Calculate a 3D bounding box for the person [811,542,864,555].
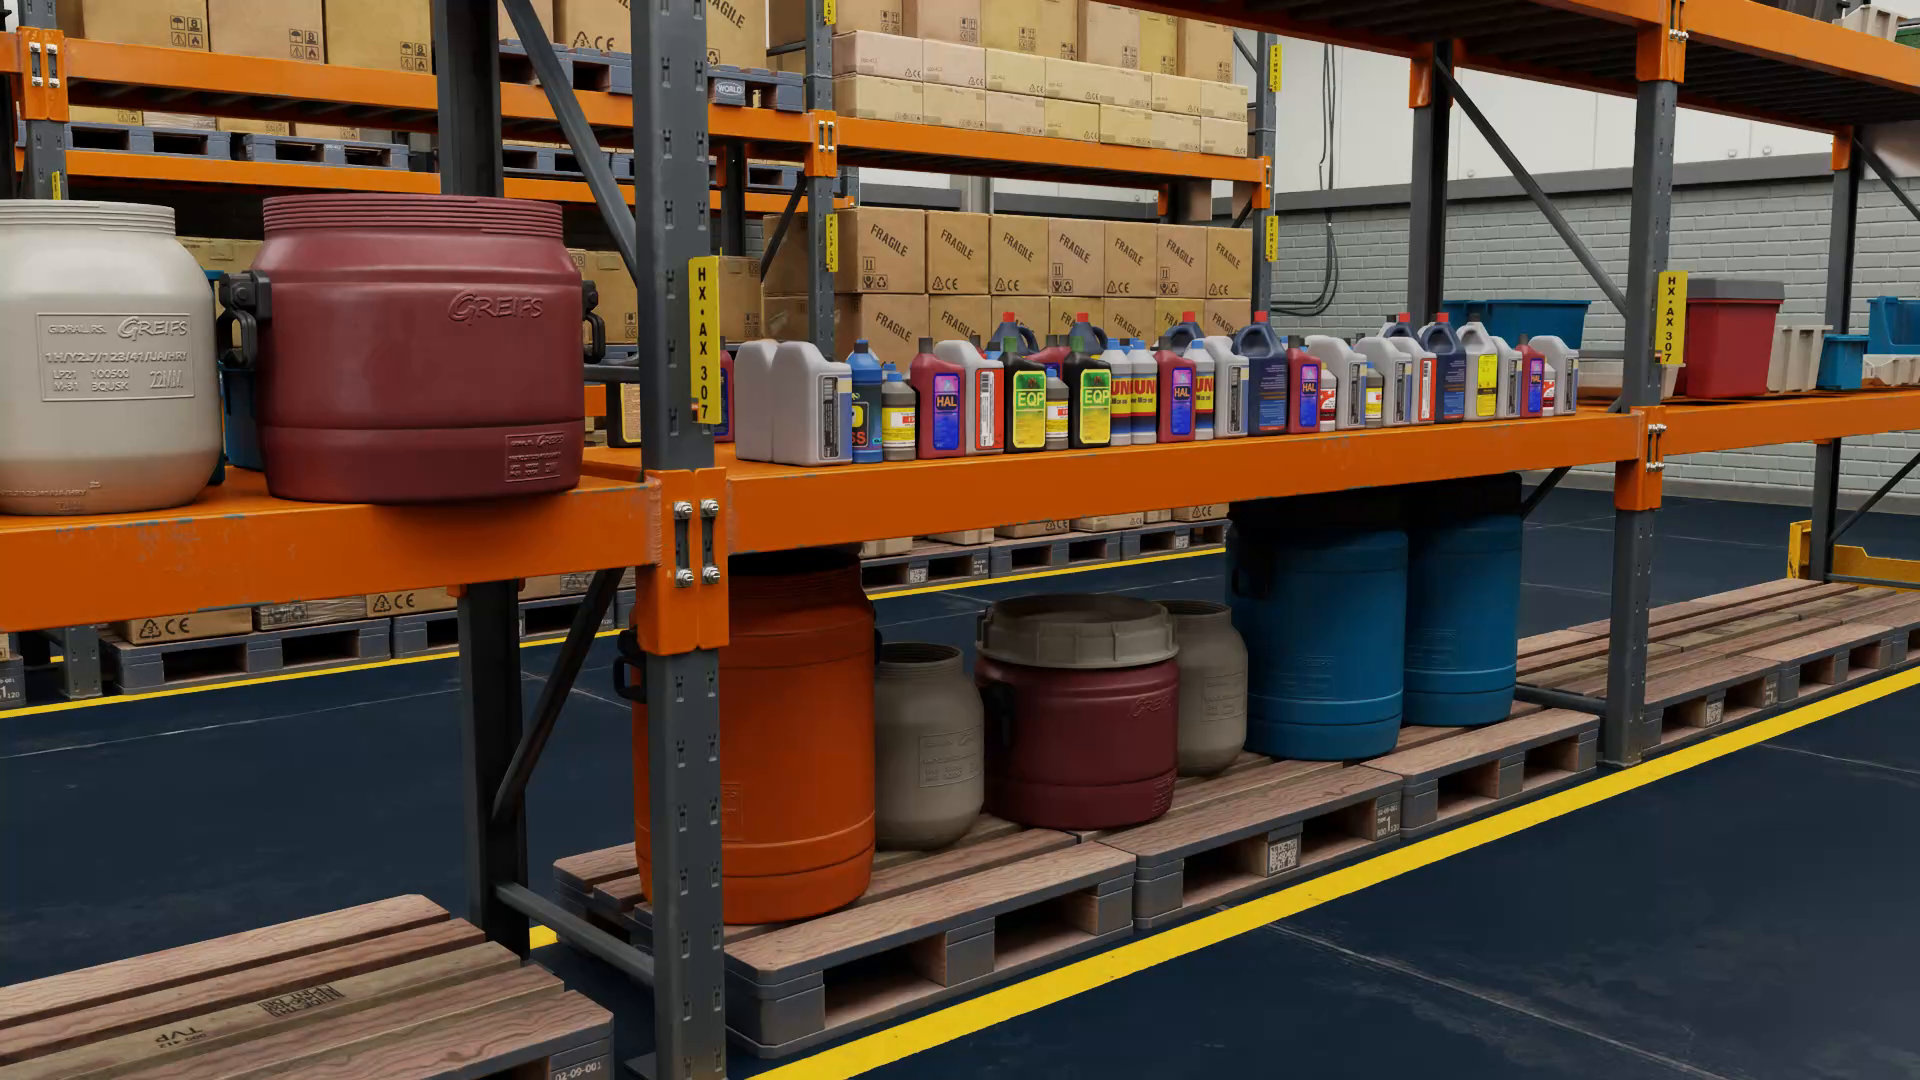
[{"bbox_3d":[-0.761,-0.043,7.472,0.592,1.405,0.708,-6,10,-41],"label":"person"}]
